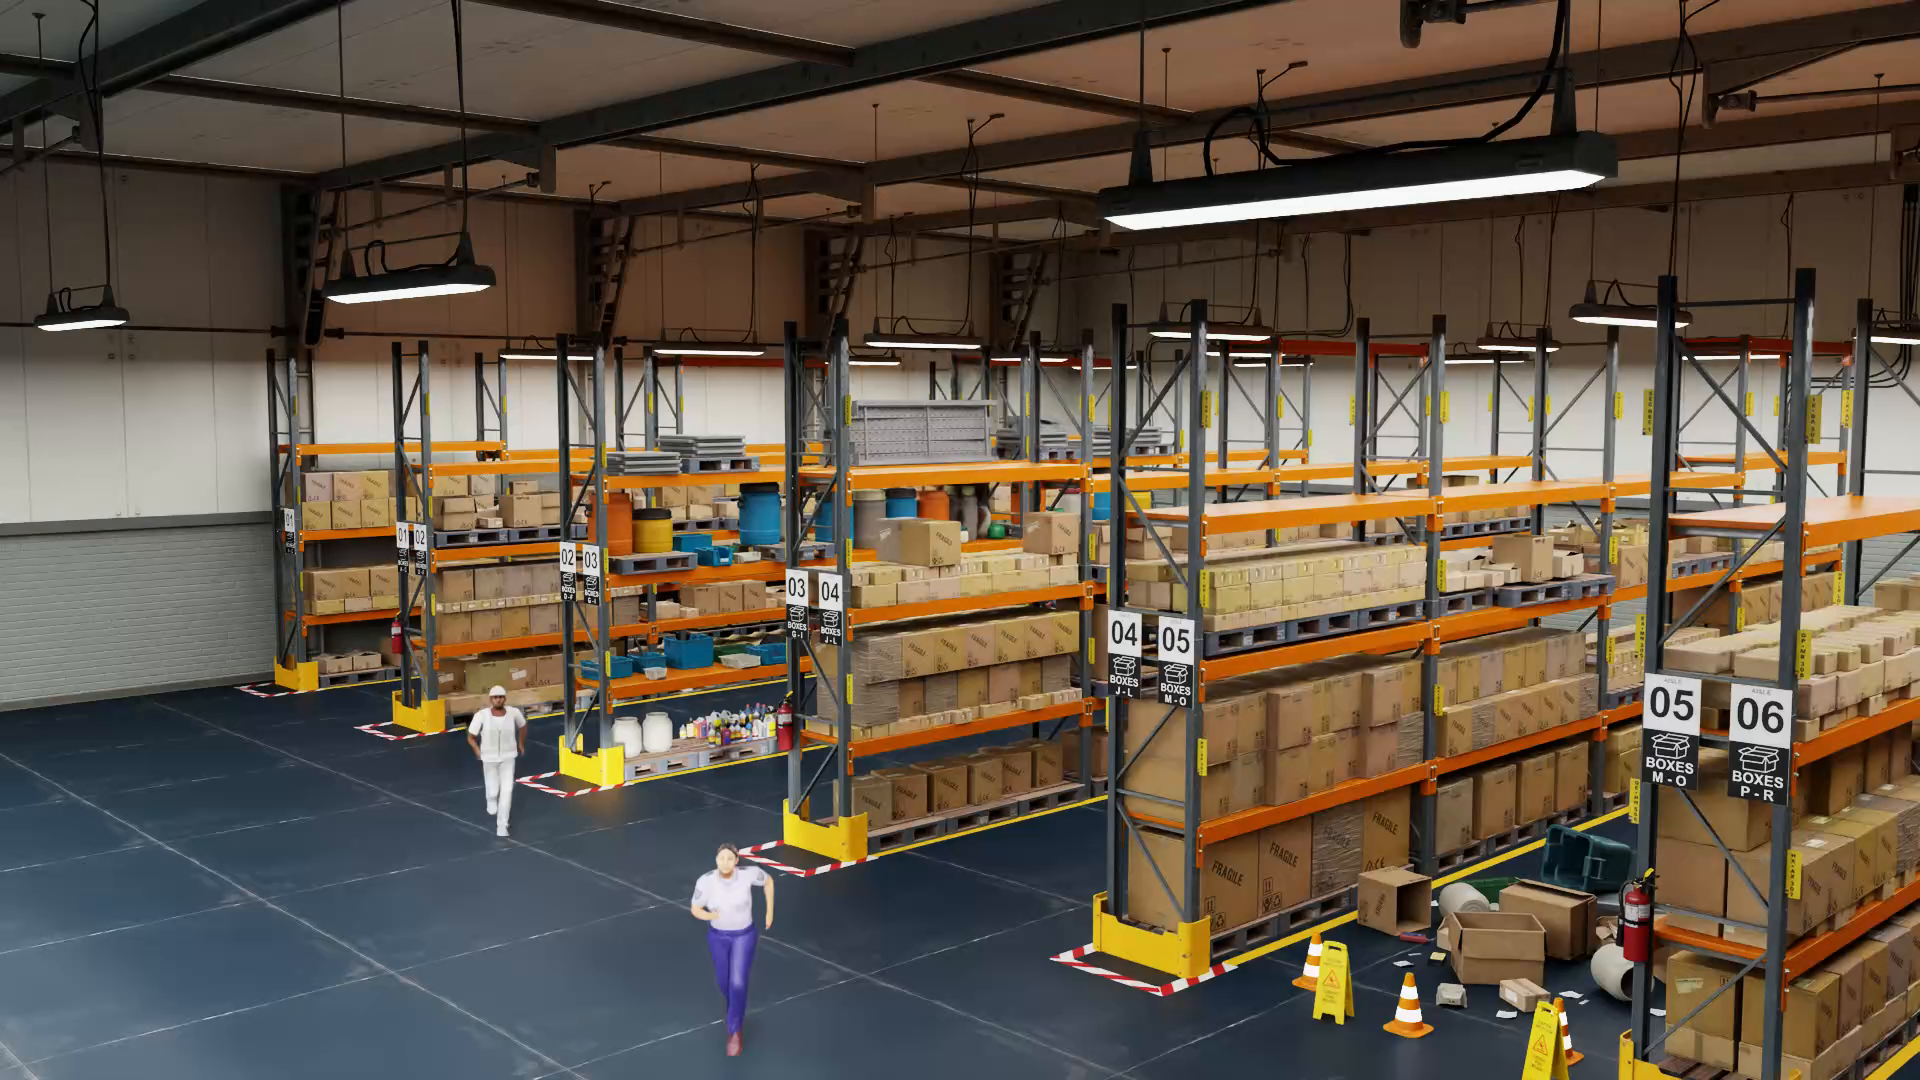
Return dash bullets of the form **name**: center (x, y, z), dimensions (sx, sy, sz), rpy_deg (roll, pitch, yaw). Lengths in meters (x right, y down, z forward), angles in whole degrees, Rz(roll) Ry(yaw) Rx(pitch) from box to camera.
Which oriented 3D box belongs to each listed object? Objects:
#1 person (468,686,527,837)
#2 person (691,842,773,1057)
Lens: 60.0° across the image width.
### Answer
- **person**: center (-5.486, 2.593, 19.781), dimensions (0.696, 1.751, 0.870), rpy_deg (-2, 5, -19)
- **person**: center (-1.815, 3.214, 13.275), dimensions (0.626, 1.674, 0.823), rpy_deg (0, 5, 0)
